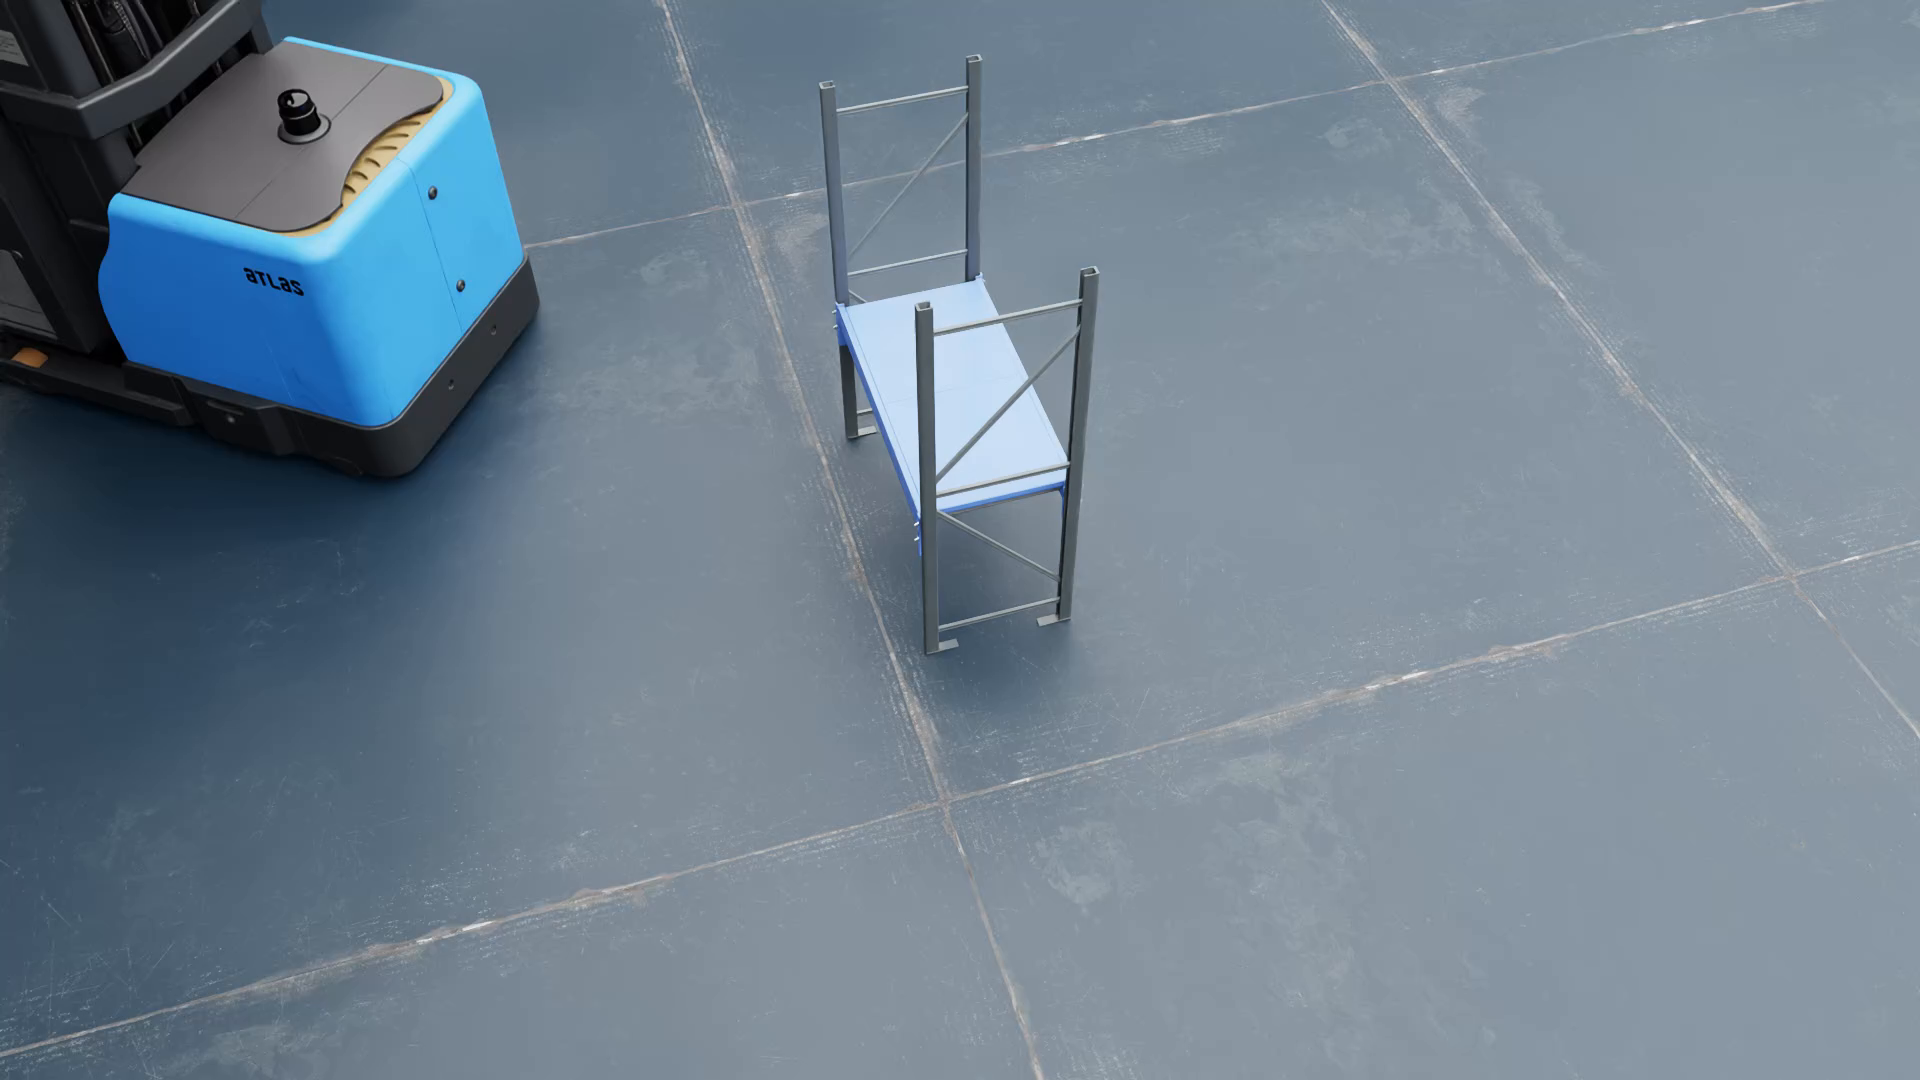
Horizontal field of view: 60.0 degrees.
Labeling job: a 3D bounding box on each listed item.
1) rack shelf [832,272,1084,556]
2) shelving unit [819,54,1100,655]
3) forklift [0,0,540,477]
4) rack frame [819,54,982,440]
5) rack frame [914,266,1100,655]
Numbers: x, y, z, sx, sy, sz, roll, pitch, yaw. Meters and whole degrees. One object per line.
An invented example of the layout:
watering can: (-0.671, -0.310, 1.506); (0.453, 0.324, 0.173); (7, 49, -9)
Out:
rack shelf: (-0.025, -0.430, 5.367); (0.538, 0.185, 1.000); (-13, 51, -11)
shelving unit: (-0.025, -0.546, 5.229); (0.538, 1.500, 1.048); (-13, 51, -11)
forklift: (-3.195, -1.864, 5.404); (3.031, 2.935, 1.130); (15, 52, 13)
rack frame: (-0.176, -0.917, 5.542); (0.500, 1.500, 0.032); (-13, 51, -11)
rack frame: (0.125, -0.174, 4.916); (0.500, 1.500, 0.032); (-13, 51, -11)
